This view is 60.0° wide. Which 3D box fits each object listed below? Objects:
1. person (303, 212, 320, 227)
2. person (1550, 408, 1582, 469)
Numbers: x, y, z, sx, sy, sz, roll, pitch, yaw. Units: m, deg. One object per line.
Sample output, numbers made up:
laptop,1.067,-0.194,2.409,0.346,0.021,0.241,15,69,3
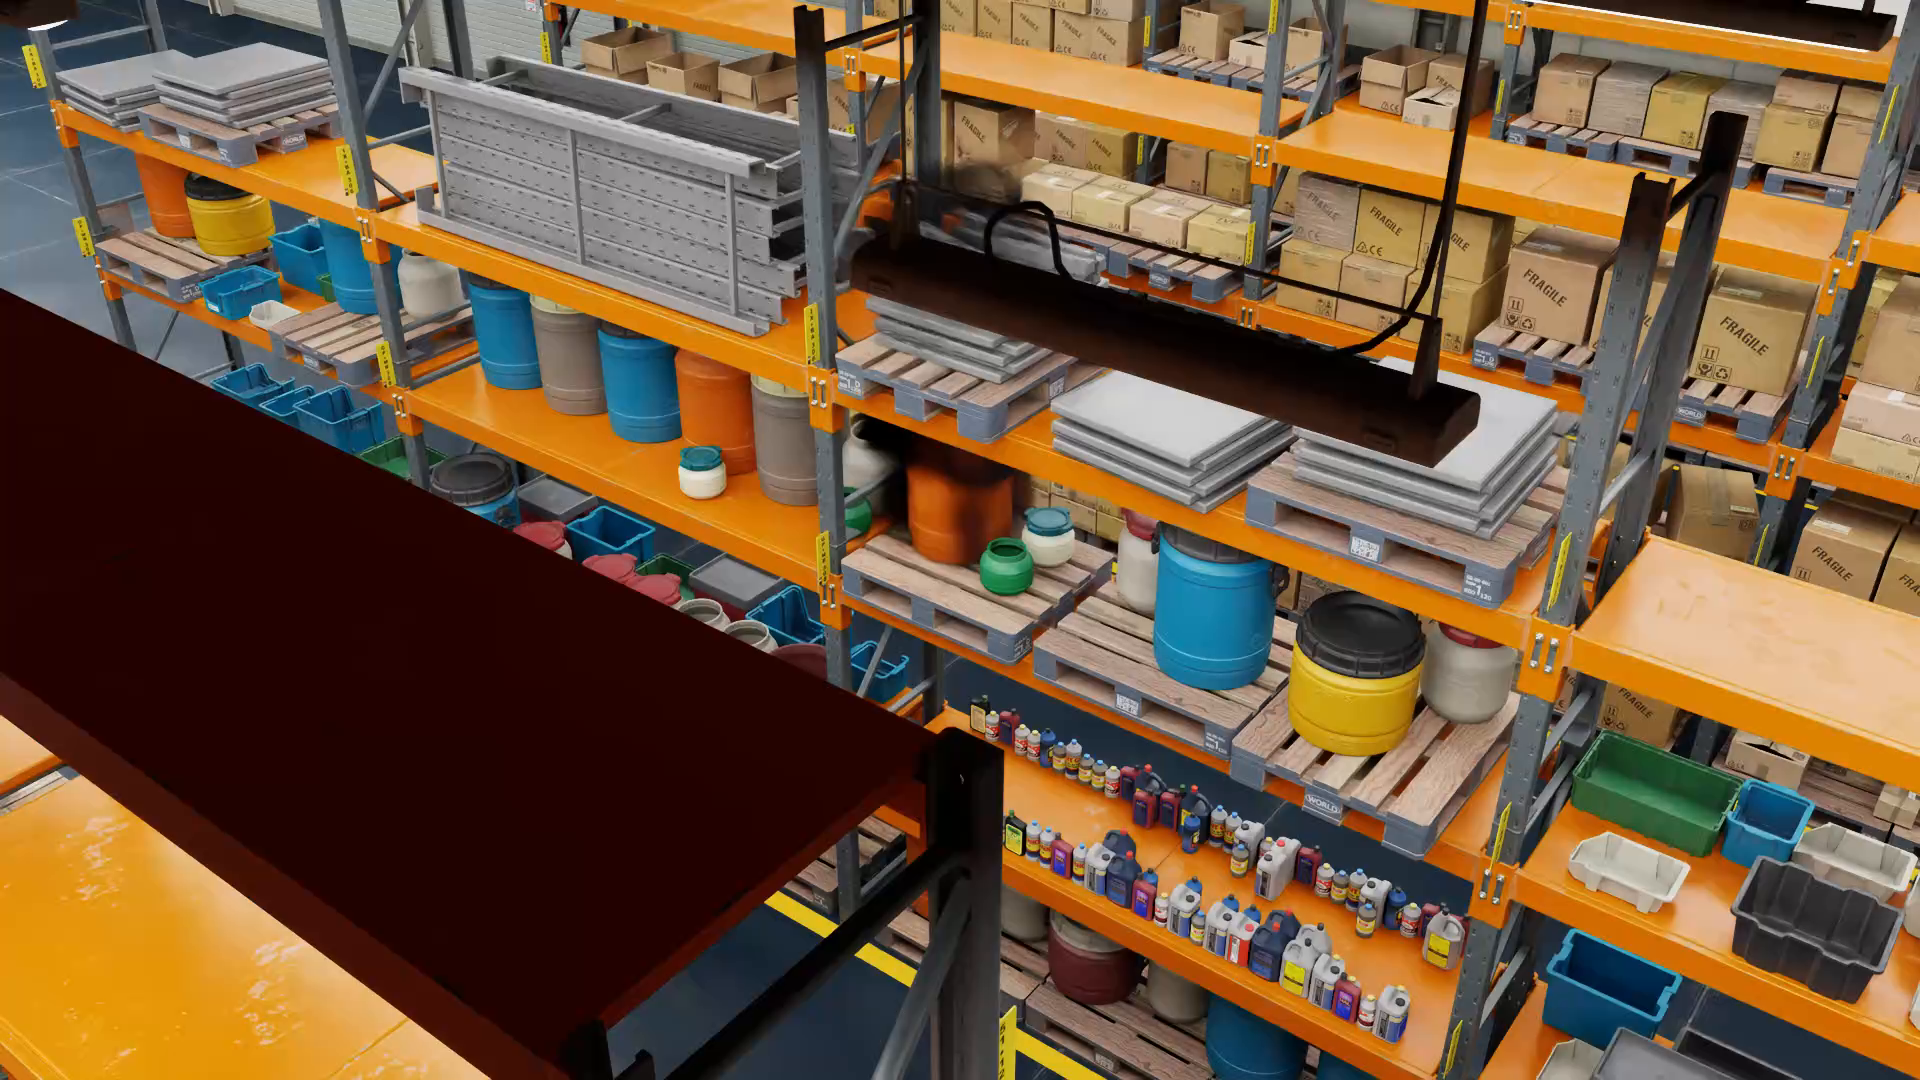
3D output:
person,-7.042,-3.179,18.852,0.757,1.725,0.642,-19,36,-29
person,5.801,-1.306,15.774,0.680,1.724,0.687,20,37,29
